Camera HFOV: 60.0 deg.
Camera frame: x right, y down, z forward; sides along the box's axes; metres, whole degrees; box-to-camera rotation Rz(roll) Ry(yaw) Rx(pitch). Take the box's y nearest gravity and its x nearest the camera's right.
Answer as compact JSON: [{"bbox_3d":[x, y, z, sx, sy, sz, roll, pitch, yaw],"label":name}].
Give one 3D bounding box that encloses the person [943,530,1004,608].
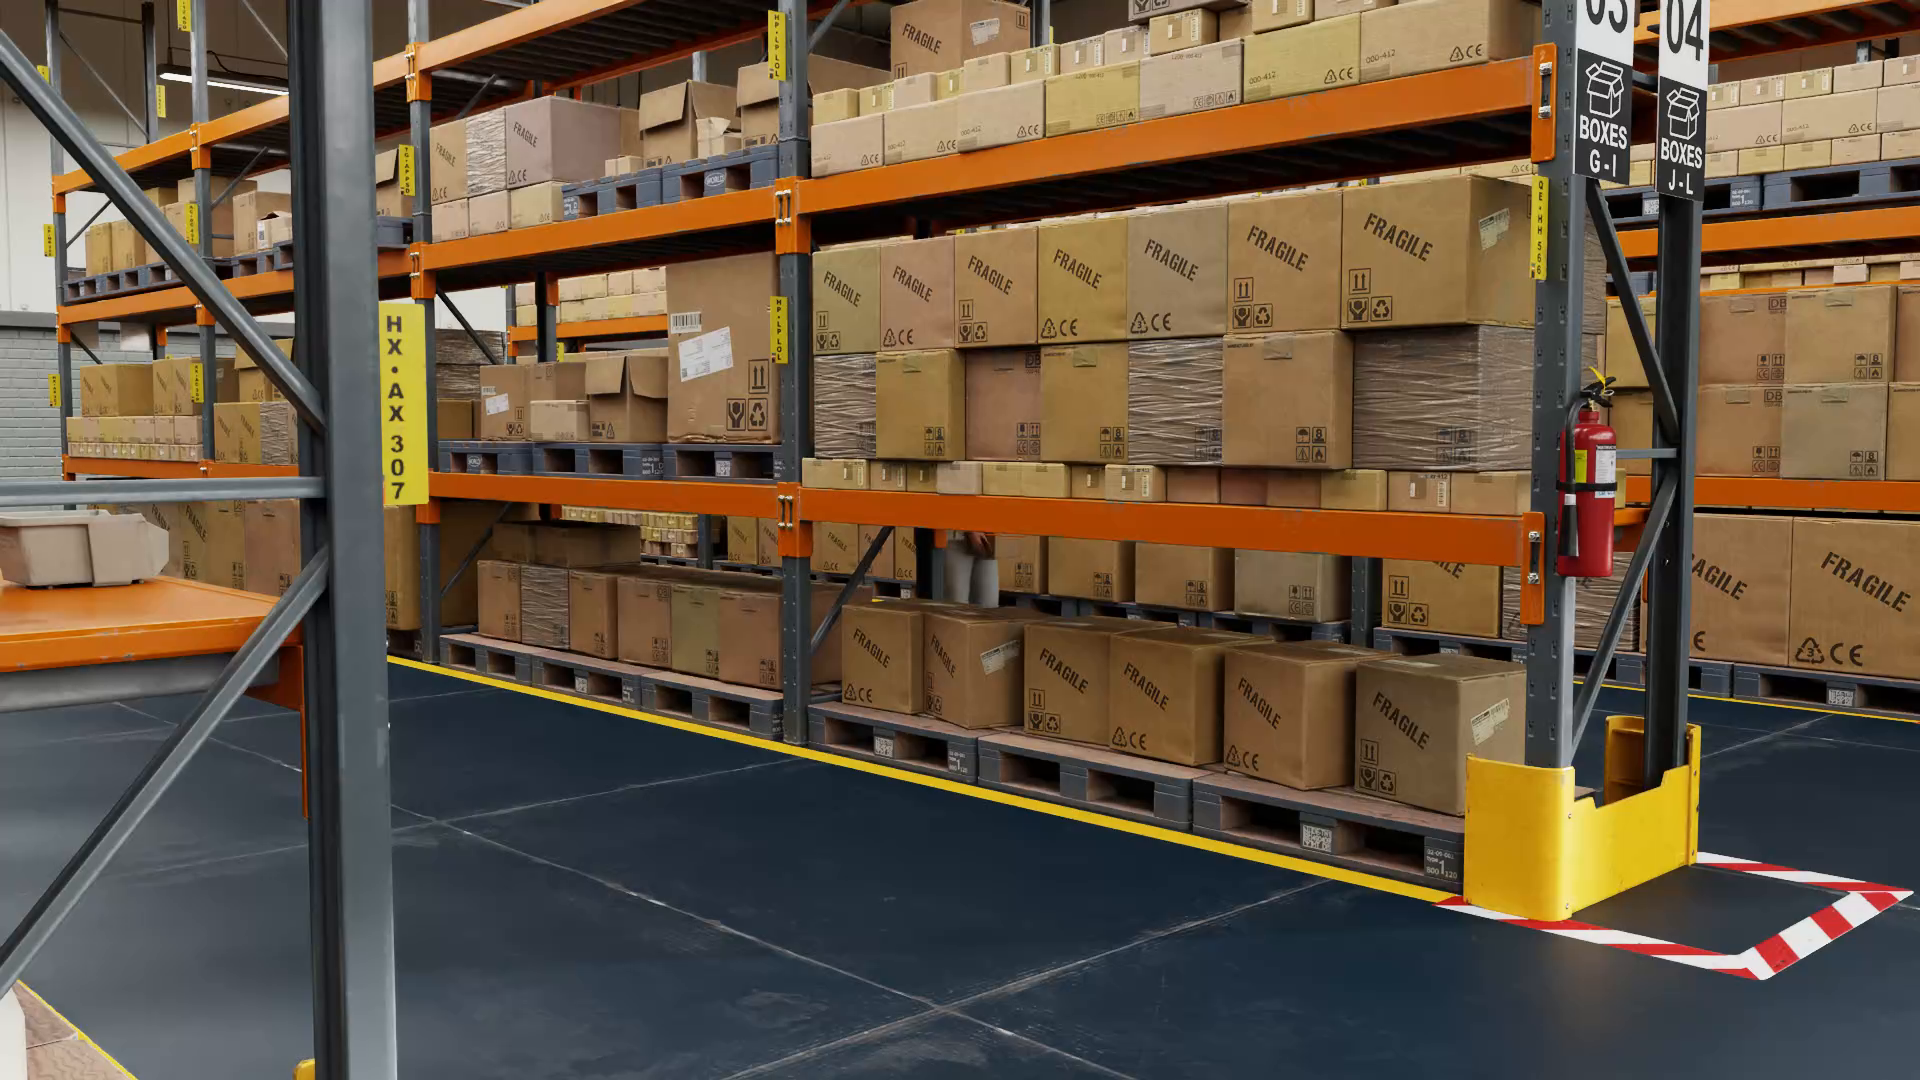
[{"bbox_3d":[0.043,0.025,10.360,0.446,1.747,0.596,4,5,43],"label":"person"}]
